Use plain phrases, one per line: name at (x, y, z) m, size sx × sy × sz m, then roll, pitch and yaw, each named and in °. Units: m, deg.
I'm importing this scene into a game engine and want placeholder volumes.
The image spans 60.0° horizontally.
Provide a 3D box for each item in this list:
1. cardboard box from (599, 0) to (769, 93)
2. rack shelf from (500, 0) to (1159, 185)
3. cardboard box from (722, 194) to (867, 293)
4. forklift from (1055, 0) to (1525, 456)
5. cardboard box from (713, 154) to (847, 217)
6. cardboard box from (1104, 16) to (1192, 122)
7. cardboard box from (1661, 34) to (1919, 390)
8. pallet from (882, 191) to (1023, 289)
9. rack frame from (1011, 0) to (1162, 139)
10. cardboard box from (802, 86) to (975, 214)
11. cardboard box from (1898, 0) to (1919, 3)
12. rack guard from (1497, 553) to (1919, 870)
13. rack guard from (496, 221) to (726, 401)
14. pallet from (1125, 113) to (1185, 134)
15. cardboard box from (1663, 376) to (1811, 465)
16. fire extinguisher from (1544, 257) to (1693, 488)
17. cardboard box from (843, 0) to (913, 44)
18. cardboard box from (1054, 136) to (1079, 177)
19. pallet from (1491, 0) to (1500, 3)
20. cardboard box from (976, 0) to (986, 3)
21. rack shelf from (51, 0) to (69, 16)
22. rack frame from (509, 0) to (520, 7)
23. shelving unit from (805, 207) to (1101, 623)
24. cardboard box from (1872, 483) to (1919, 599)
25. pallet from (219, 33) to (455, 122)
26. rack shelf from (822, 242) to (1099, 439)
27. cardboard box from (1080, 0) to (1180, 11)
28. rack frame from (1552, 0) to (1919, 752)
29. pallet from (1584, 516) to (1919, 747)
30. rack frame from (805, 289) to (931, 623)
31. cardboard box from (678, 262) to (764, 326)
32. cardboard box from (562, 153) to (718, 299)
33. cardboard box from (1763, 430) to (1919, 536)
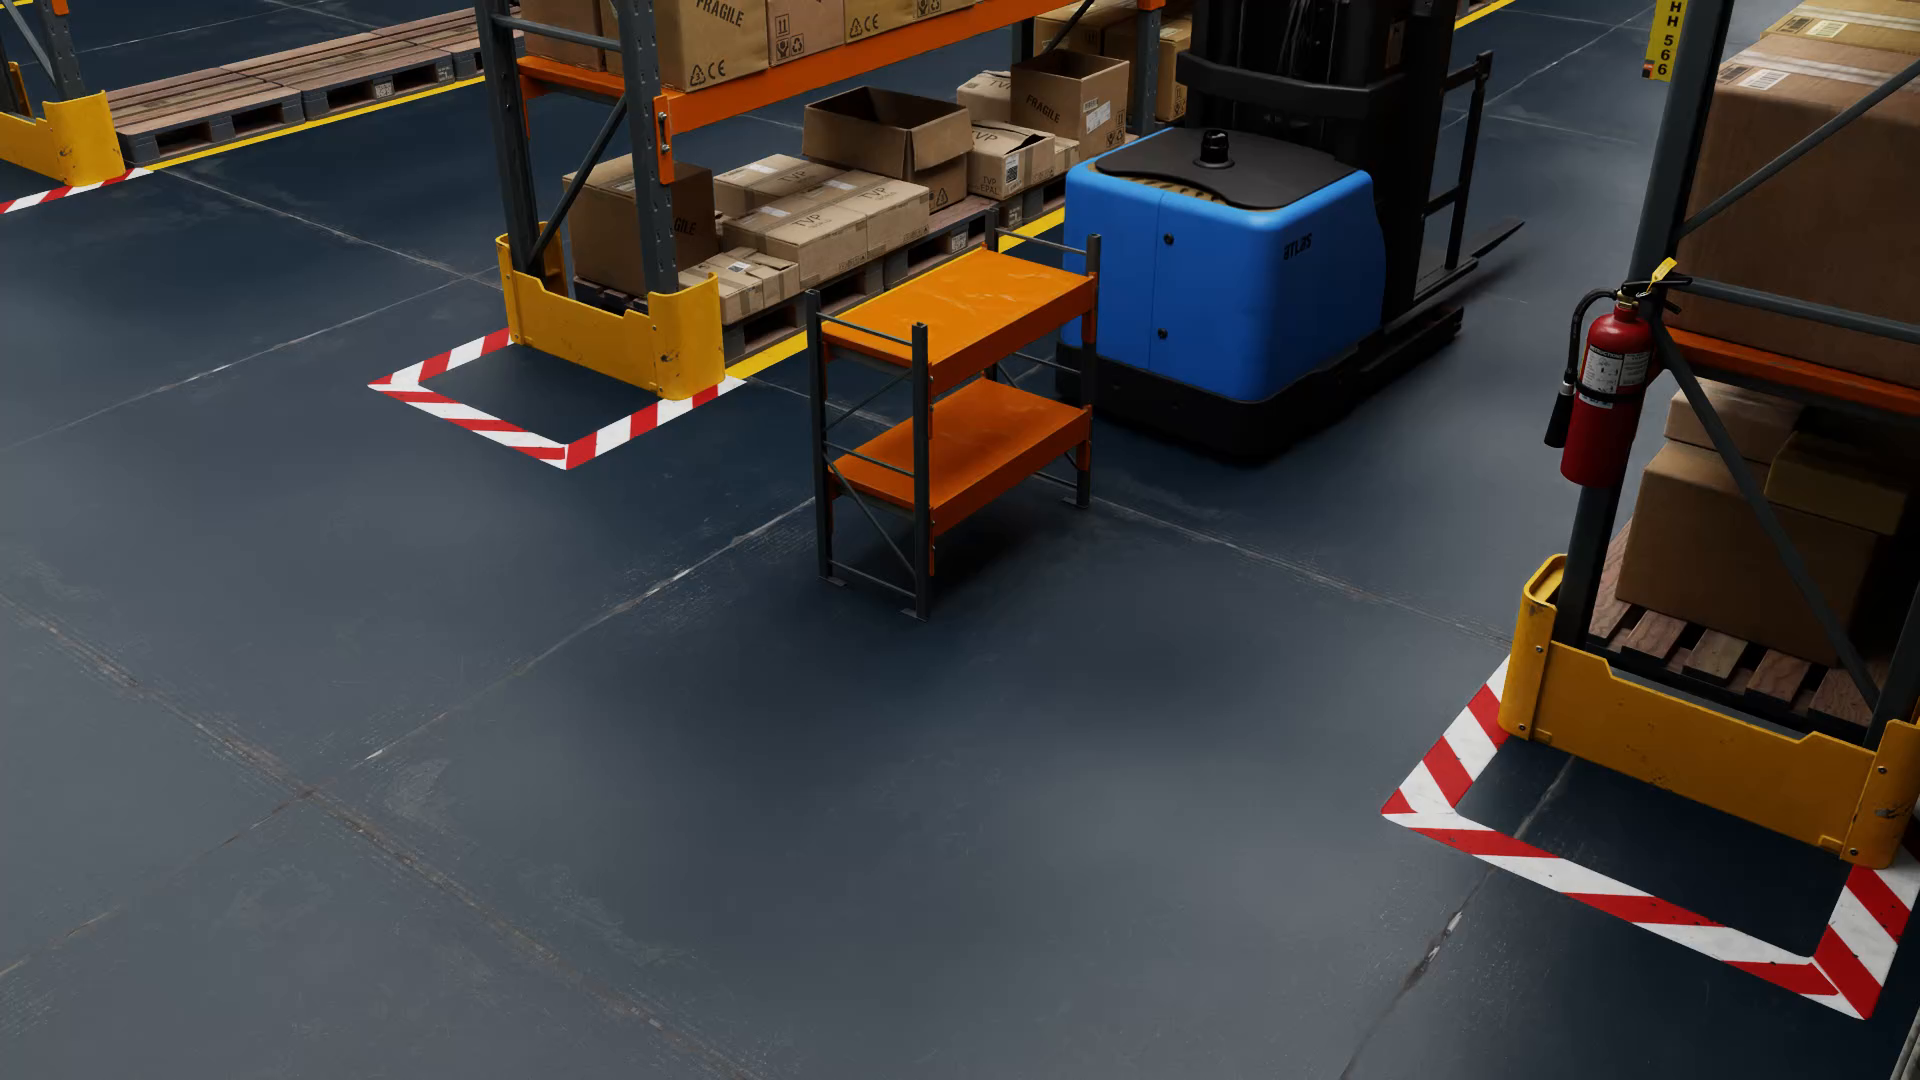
cardboard box at (-1.183, -2.257, 7.123) m, size 0.500 × 0.500 × 0.500 m, roll 22°, pitch 37°, yaw 32°
rack shelf at (-0.454, -2.618, 8.536) m, size 1.077 × 0.370 × 4.000 m, roll 21°, pitch 37°, yaw 31°
cardboard box at (-0.805, -1.458, 8.138) m, size 0.500 × 0.250 × 0.500 m, roll 21°, pitch 37°, yaw 31°
forklift at (1.753, -2.283, 7.332) m, size 1.130 × 2.935 × 3.031 m, roll 23°, pitch 38°, yaw 34°
cardboard box at (-0.932, -1.795, 8.706) m, size 0.500 × 0.250 × 0.500 m, roll 21°, pitch 37°, yaw 31°
cardboard box at (1.240, -2.976, 10.454) m, size 0.500 × 0.500 × 0.500 m, roll 19°, pitch 36°, yaw 29°
cardboard box at (2.590, -0.931, 4.689) m, size 0.980 × 0.700 × 0.700 m, roll 23°, pitch 38°, yaw 33°
pallet at (-0.398, -1.764, 9.124) m, size 1.003 × 0.211 × 1.213 m, roll 21°, pitch 37°, yaw 31°
rack frame at (0.753, -3.741, 9.724) m, size 1.000 × 3.000 × 0.127 m, roll 21°, pitch 37°, yaw 31°
cardboard box at (-0.377, -2.091, 8.957) m, size 0.797 × 0.503 × 0.637 m, roll 21°, pitch 37°, yaw 31°
cardboard box at (3.488, -1.537, 5.712) m, size 0.980 × 0.700 × 0.700 m, roll 19°, pitch 36°, yaw 29°
rack guard at (2.276, 0.493, 5.032) m, size 1.175 × 0.500 × 0.348 m, roll 21°, pitch 37°, yaw 31°
rack guard at (-1.615, -1.070, 7.670) m, size 1.175 × 0.500 × 0.348 m, roll 21°, pitch 37°, yaw 31°
pallet at (1.214, -2.883, 11.013) m, size 1.003 × 0.211 × 1.213 m, roll 21°, pitch 37°, yaw 31°
cardboard box at (2.565, -0.400, 5.490) m, size 0.380 × 0.149 × 0.250 m, roll 21°, pitch 36°, yaw 31°
fire extinguisher at (1.831, -0.479, 4.662) m, size 0.296 × 0.674 × 0.183 m, roll 21°, pitch 37°, yaw 31°
cardboard box at (-0.571, -2.671, 7.822) m, size 0.500 × 0.500 × 0.500 m, roll 21°, pitch 37°, yaw 31°
cardboard box at (0.457, -2.214, 9.512) m, size 0.380 × 0.149 × 0.250 m, roll 21°, pitch 37°, yaw 31°
pallet at (4.433, -4.983, 14.556) m, size 1.003 × 0.211 × 1.213 m, roll 21°, pitch 37°, yaw 31°
cardboard box at (0.038, -3.082, 8.515) m, size 0.500 × 0.500 × 0.500 m, roll 22°, pitch 37°, yaw 32°
rack shelf at (-4.401, -4.144, 11.111) m, size 1.077 × 0.370 × 4.000 m, roll 21°, pitch 37°, yaw 31°
rack frame at (-3.194, -5.266, 12.299) m, size 1.000 × 3.000 × 0.127 m, roll 21°, pitch 37°, yaw 31°
shelving unit at (-0.004, -0.481, 6.063) m, size 0.538 × 1.125 × 1.048 m, roll 21°, pitch 37°, yaw 31°
cardboard box at (2.935, -0.216, 5.816) m, size 0.700 × 0.500 × 0.500 m, roll 21°, pitch 37°, yaw 31°
pallet at (-4.343, -3.258, 11.645) m, size 1.003 × 0.211 × 1.213 m, roll 21°, pitch 37°, yaw 31°
rack shelf at (-0.004, -0.733, 5.914) m, size 0.538 × 0.278 × 1.000 m, roll 21°, pitch 37°, yaw 31°
cardboard box at (1.128, -3.342, 11.071) m, size 0.500 × 0.500 × 0.500 m, roll 21°, pitch 37°, yaw 31°
rack frame at (2.290, -0.592, 4.411) m, size 1.000 × 3.000 × 0.127 m, roll 21°, pitch 37°, yaw 31°
pallet at (2.711, 0.259, 5.711) m, size 1.003 × 0.211 × 1.213 m, roll 21°, pitch 37°, yaw 31°
rack frame at (-0.311, -0.275, 5.714) m, size 0.500 × 1.125 × 0.032 m, roll 21°, pitch 37°, yaw 31°
cardboard box at (-1.135, -1.142, 7.704) m, size 0.380 × 0.149 × 0.250 m, roll 21°, pitch 37°, yaw 31°
cardboard box at (-1.529, -1.525, 8.007) m, size 0.500 × 0.500 × 0.500 m, roll 21°, pitch 37°, yaw 31°
cardboard box at (2.717, -0.179, 5.118) m, size 0.380 × 0.149 × 0.250 m, roll 21°, pitch 37°, yaw 32°
